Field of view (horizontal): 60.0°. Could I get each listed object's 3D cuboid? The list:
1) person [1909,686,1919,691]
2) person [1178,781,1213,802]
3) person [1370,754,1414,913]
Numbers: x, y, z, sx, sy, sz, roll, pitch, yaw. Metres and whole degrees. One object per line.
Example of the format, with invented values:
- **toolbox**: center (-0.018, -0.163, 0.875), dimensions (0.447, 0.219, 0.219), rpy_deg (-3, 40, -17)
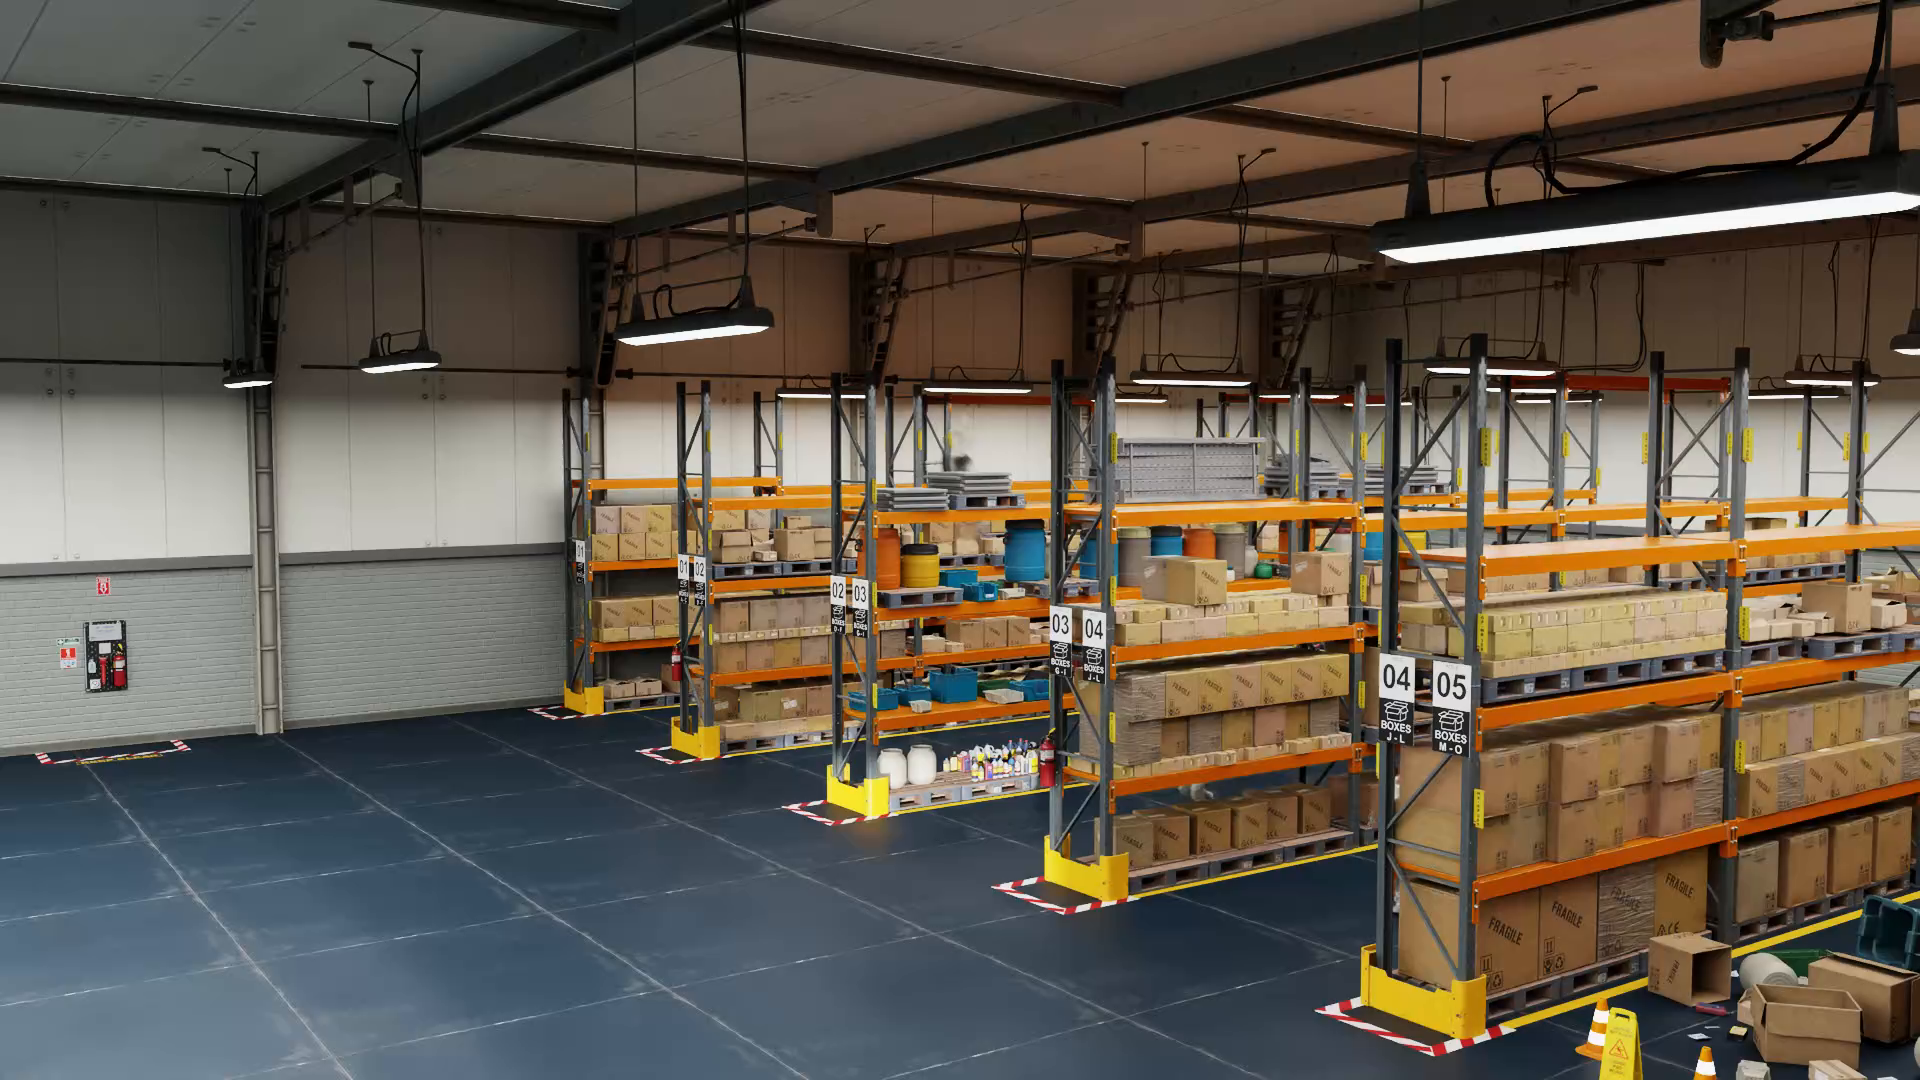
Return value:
- **person**: center (13.218, 2.880, 23.066), dimensions (0.725, 1.709, 0.545), rpy_deg (-2, 4, -33)
- **person**: center (3.161, 2.895, 21.808), dimensions (0.633, 1.730, 0.694), rpy_deg (-3, 5, -41)
- **person**: center (4.742, 3.147, 17.846), dimensions (0.608, 1.735, 0.675), rpy_deg (-4, 5, -44)
